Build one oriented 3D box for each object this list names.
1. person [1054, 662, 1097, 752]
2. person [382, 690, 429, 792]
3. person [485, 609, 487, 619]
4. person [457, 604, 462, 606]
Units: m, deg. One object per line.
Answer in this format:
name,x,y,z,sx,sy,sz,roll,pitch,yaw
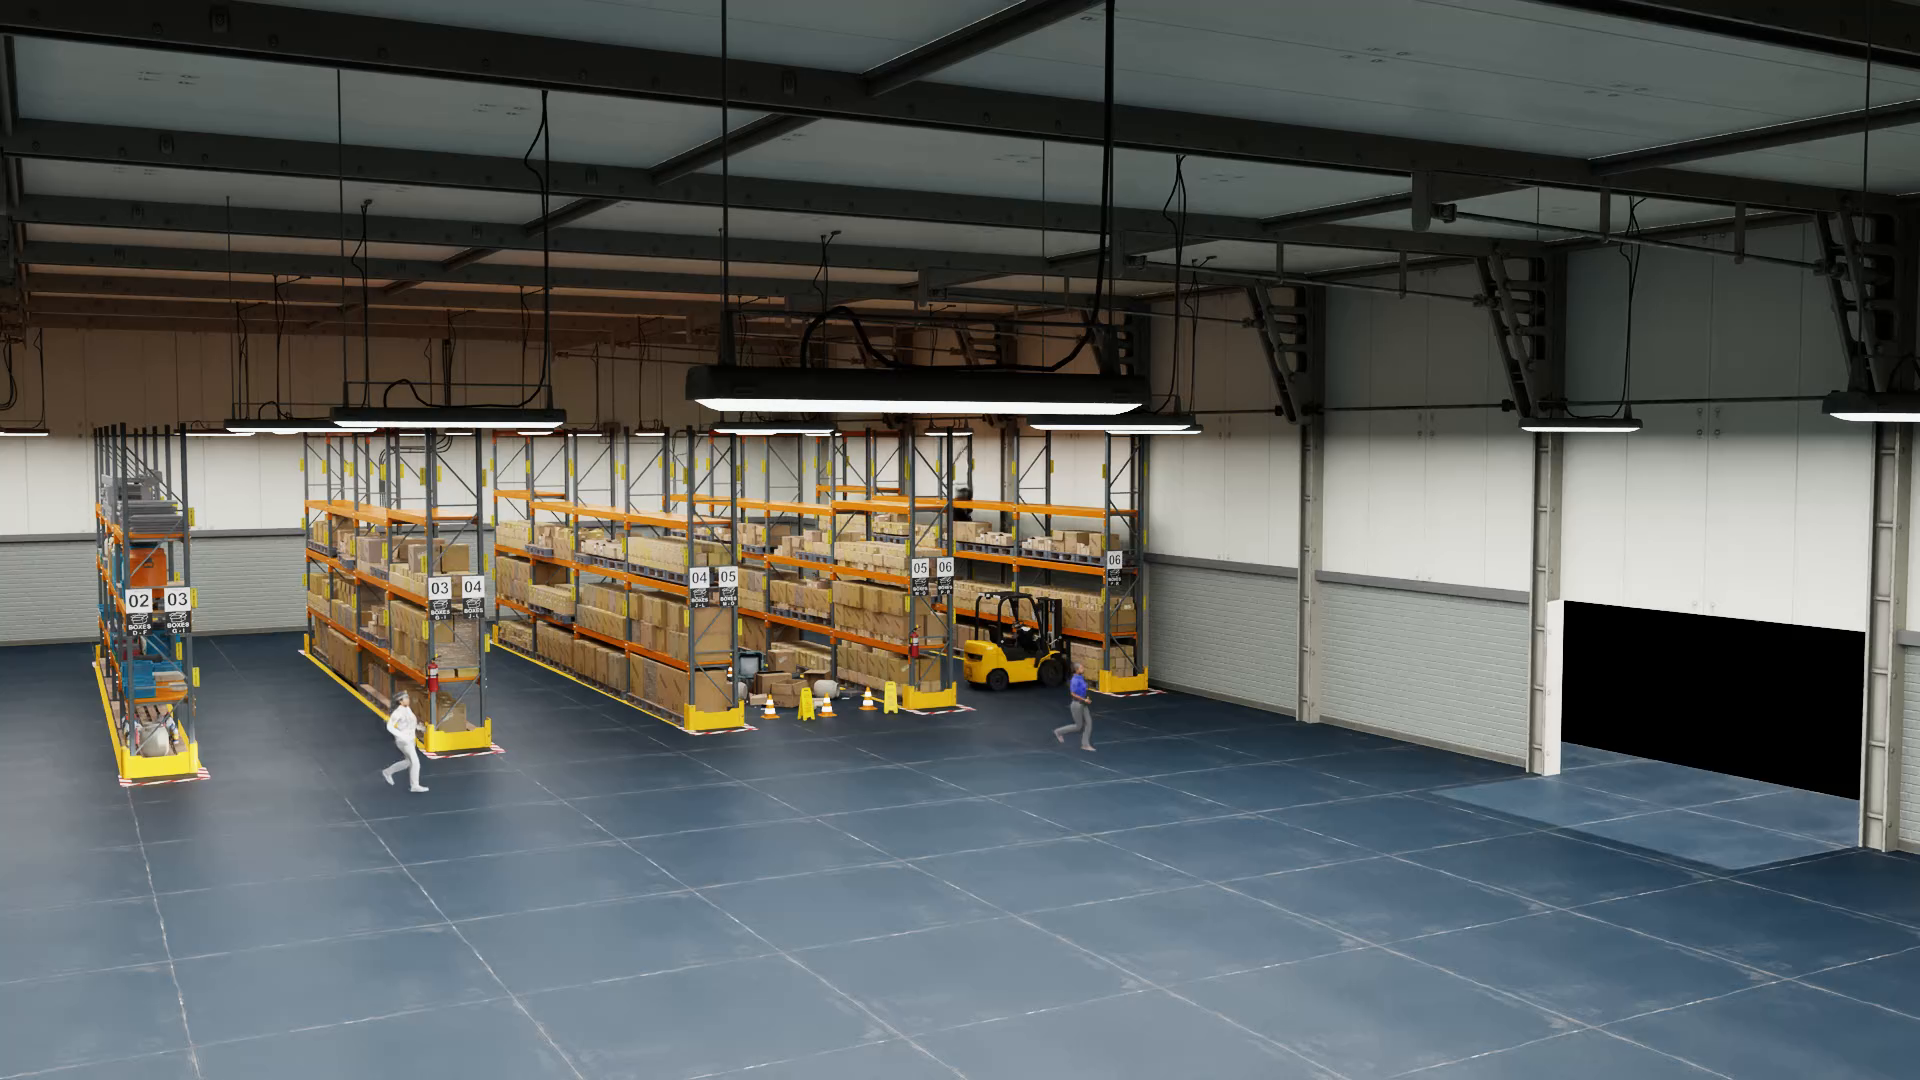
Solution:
person,2.135,3.069,30.583,0.791,1.649,0.578,1,4,16
person,-9.030,3.253,26.967,0.799,1.663,0.626,0,3,3
person,-12.757,2.299,43.737,0.575,1.606,0.750,-3,4,-37
person,-14.001,2.196,45.862,0.569,1.539,0.591,0,3,-2
